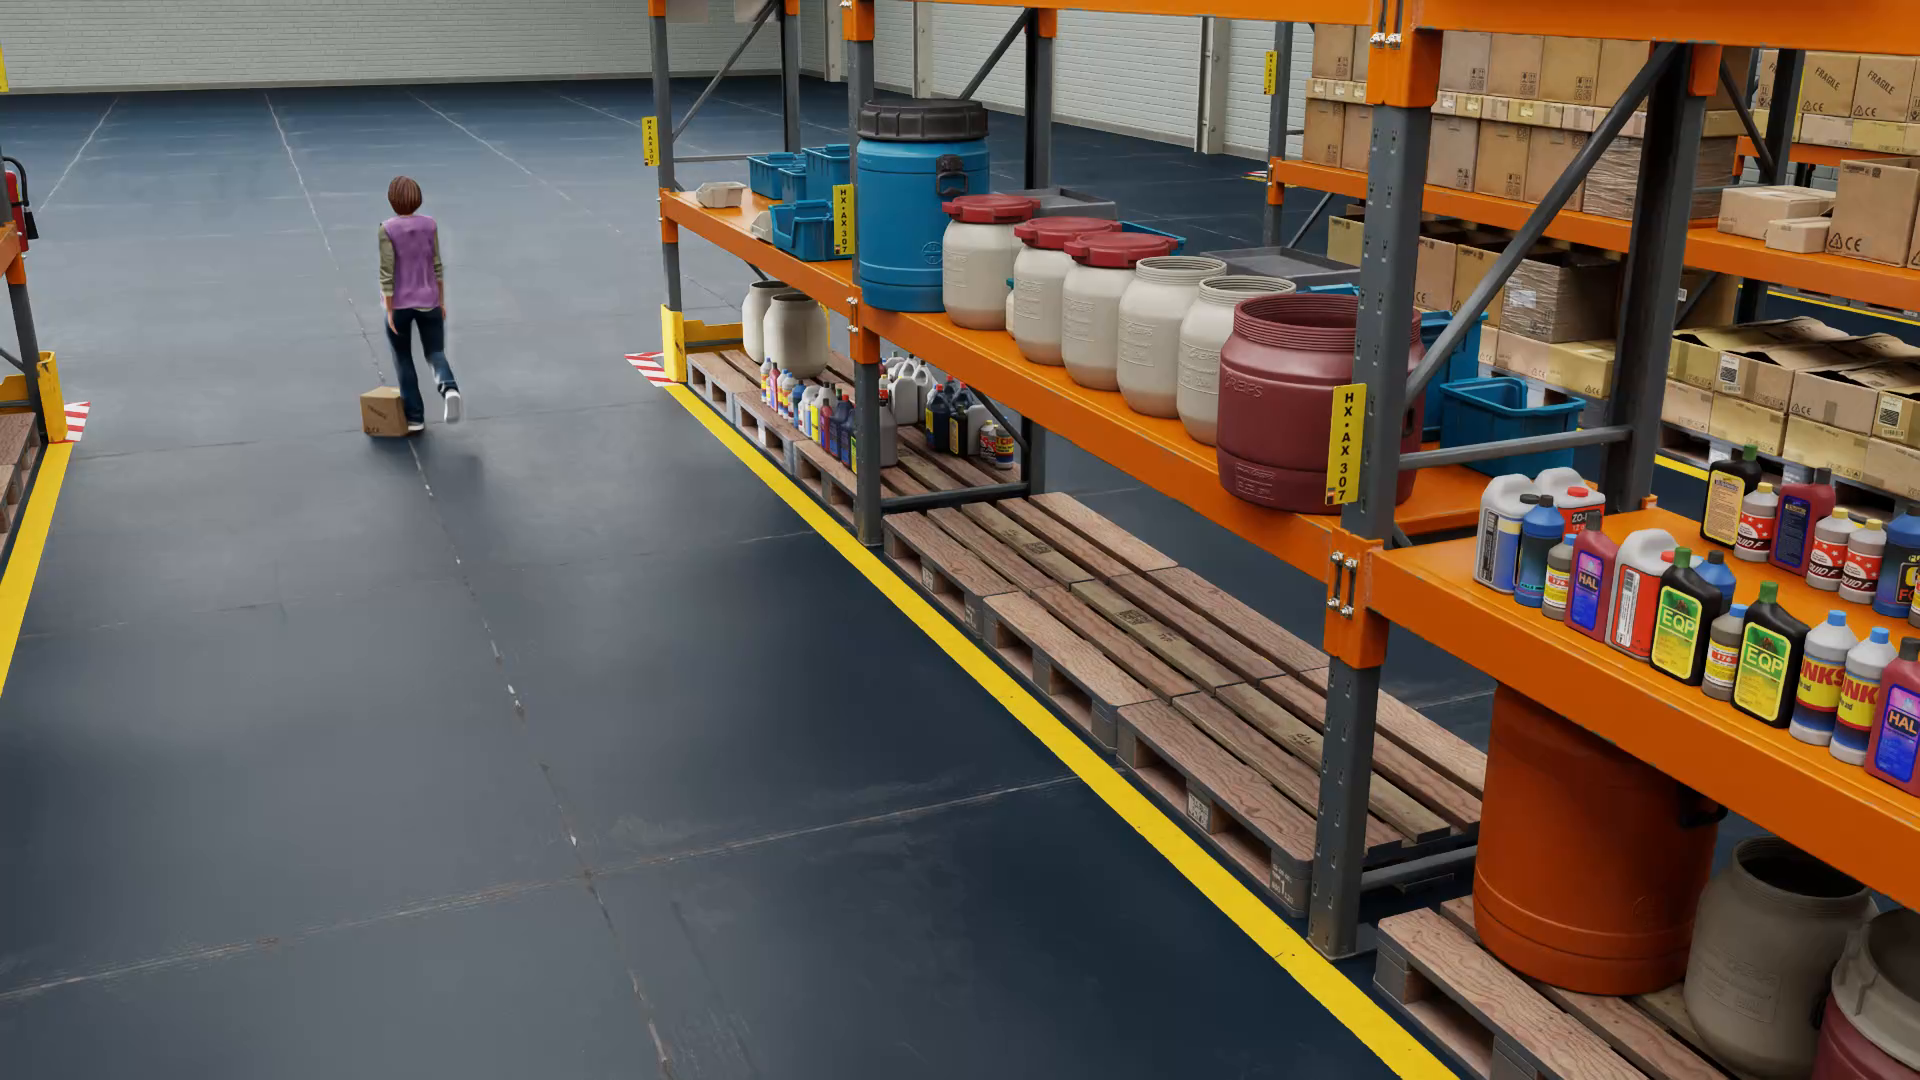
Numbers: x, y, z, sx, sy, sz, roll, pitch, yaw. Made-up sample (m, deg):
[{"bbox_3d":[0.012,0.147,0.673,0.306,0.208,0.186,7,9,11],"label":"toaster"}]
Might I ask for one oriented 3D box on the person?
[{"bbox_3d":[-3.307,-1.414,10.107,0.410,1.577,0.656,-13,23,-32],"label":"person"}]
